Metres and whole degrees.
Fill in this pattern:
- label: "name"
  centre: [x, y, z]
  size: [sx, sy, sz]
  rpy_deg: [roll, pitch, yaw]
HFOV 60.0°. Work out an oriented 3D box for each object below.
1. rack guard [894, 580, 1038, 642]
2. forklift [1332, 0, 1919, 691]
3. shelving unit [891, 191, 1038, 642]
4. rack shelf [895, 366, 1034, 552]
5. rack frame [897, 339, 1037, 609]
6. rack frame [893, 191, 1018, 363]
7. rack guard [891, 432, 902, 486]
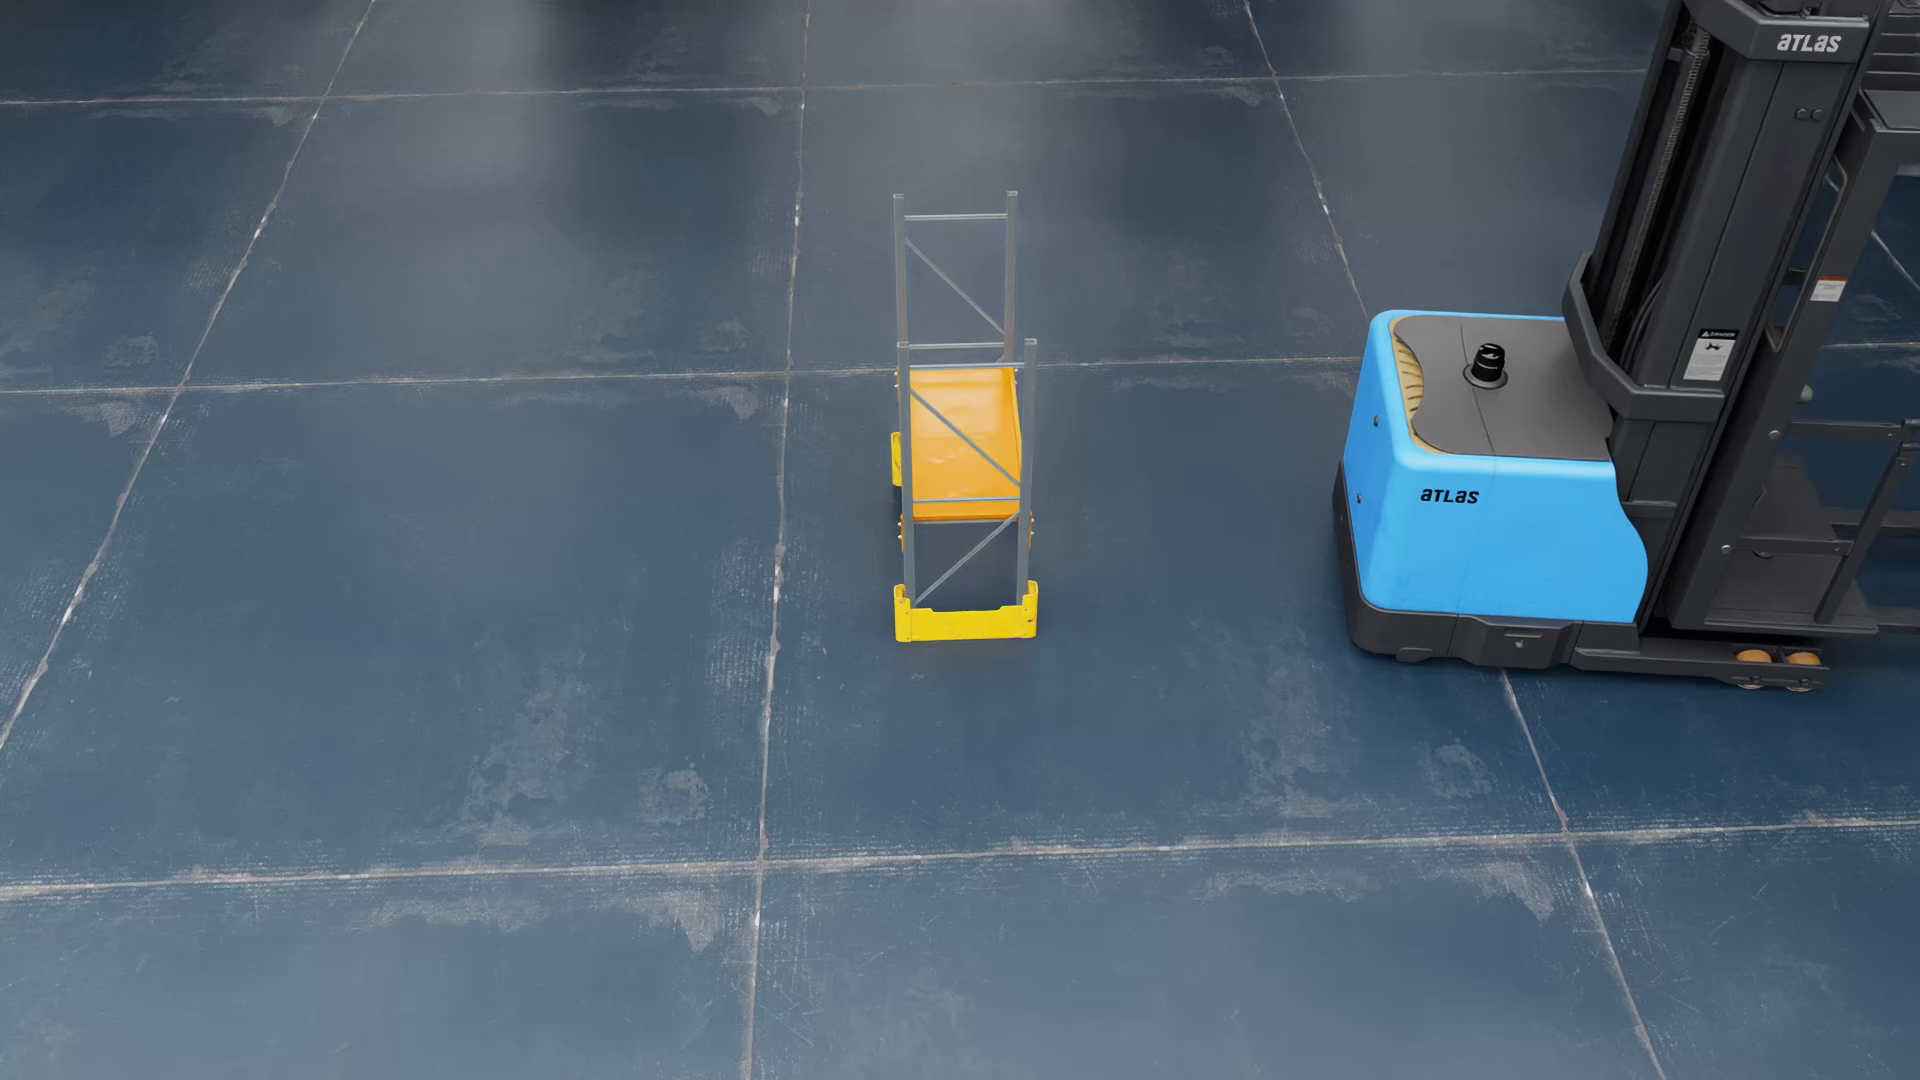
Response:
- label: "rack guard"
  centre: [0.024, 0.296, 6.892]
  size: [0.587, 0.250, 0.087]
  rpy_deg: [-2, 43, -2]
- label: "forklift"
  centre: [3.153, -0.843, 6.151]
  size: [3.031, 2.935, 1.130]
  rpy_deg: [3, 43, 3]
- label: "shelving unit"
  centre: [0.003, -0.501, 6.837]
  size: [0.587, 1.500, 1.083]
  rpy_deg: [-2, 43, -2]
- label: "rack shelf"
  centre: [0.004, -0.363, 6.952]
  size: [0.538, 0.185, 1.000]
  rpy_deg: [-2, 43, -2]
- label: "rack frame"
  centre: [0.025, -0.152, 6.456]
  size: [0.500, 1.500, 0.032]
  rpy_deg: [-2, 43, -2]
- label: "rack frame"
  centre: [-0.018, -0.838, 7.204]
  size: [0.500, 1.500, 0.032]
  rpy_deg: [-2, 43, -2]
- label: "rack guard"
  centre: [-0.018, -0.377, 7.626]
  size: [0.587, 0.250, 0.087]
  rpy_deg: [-2, 43, -2]
